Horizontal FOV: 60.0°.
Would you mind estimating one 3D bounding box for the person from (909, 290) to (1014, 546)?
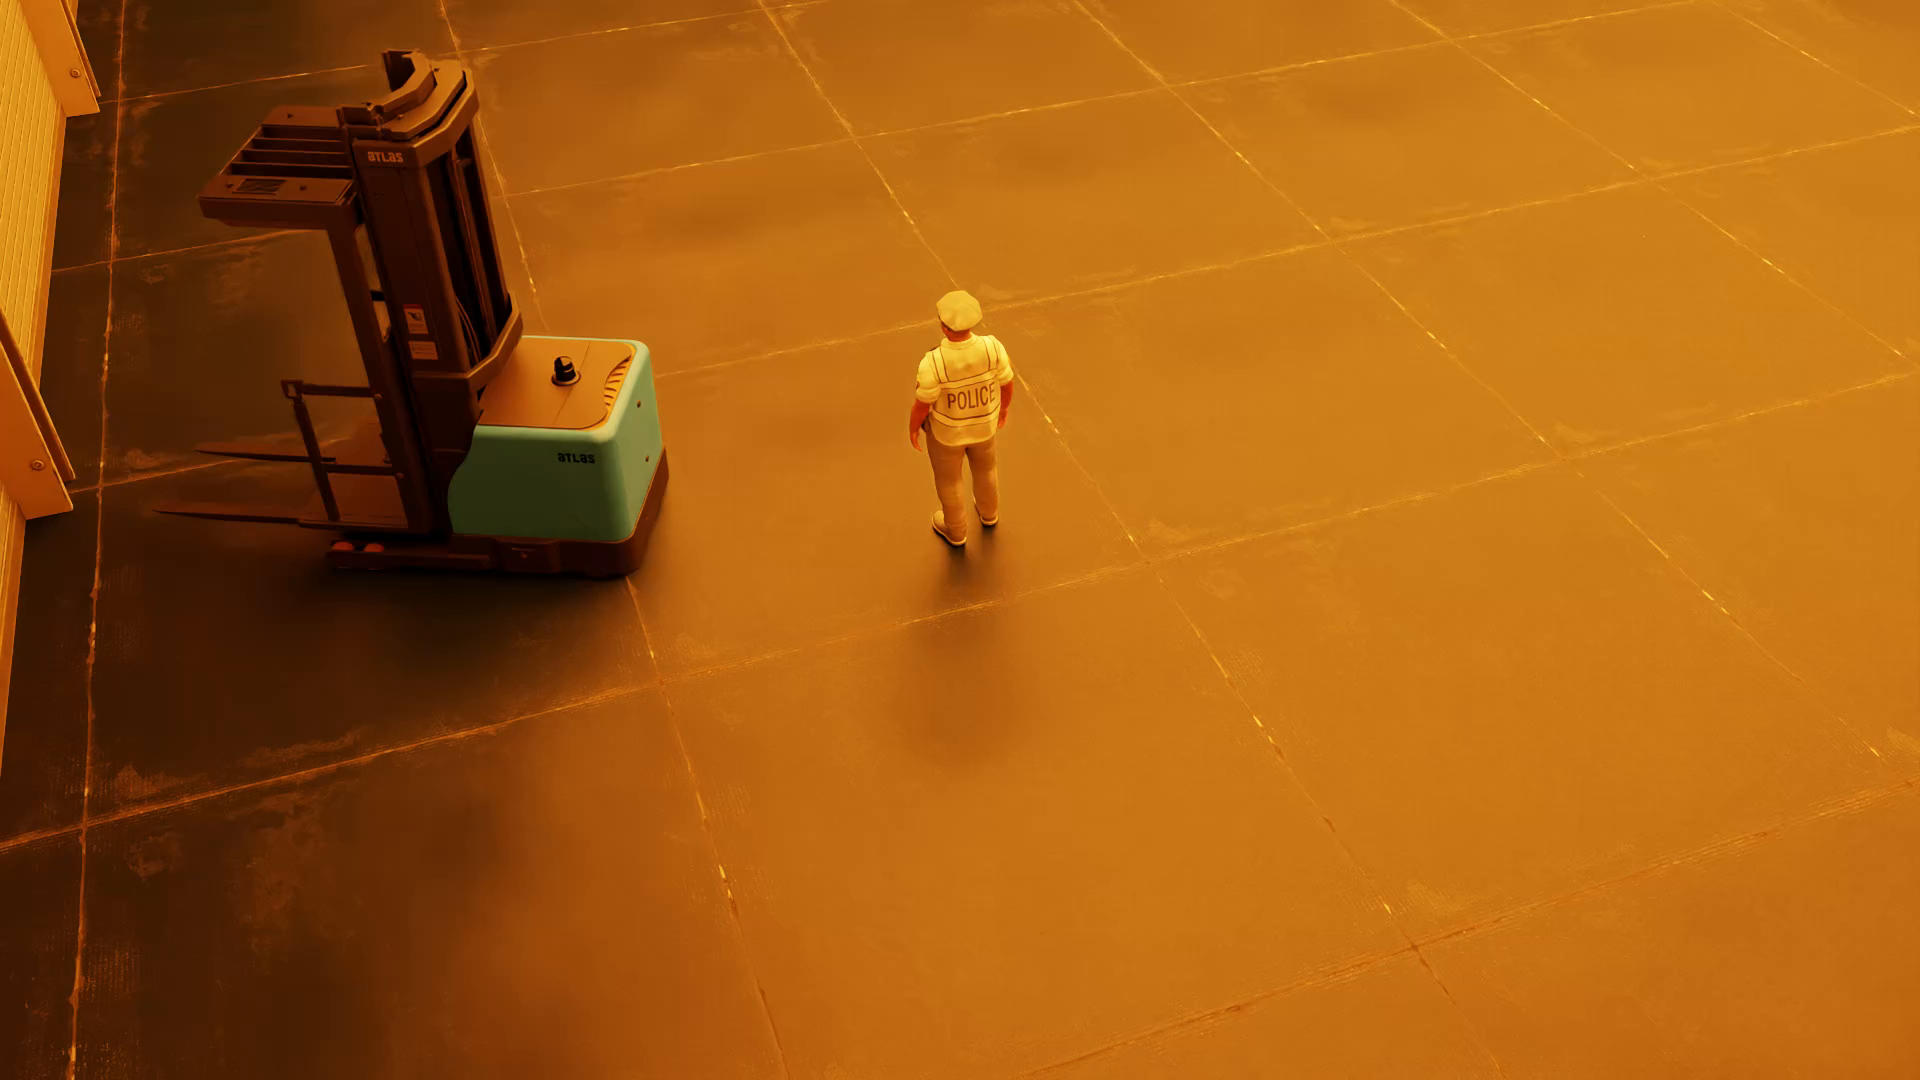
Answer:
[{"bbox_3d":[-0.016,-0.735,9.759,0.641,1.773,0.574,-13,42,-15],"label":"person"}]

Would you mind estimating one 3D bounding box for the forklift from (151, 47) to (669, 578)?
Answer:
[{"bbox_3d":[-3.405,-1.275,9.515,3.031,2.935,1.130,3,40,4],"label":"forklift"}]
